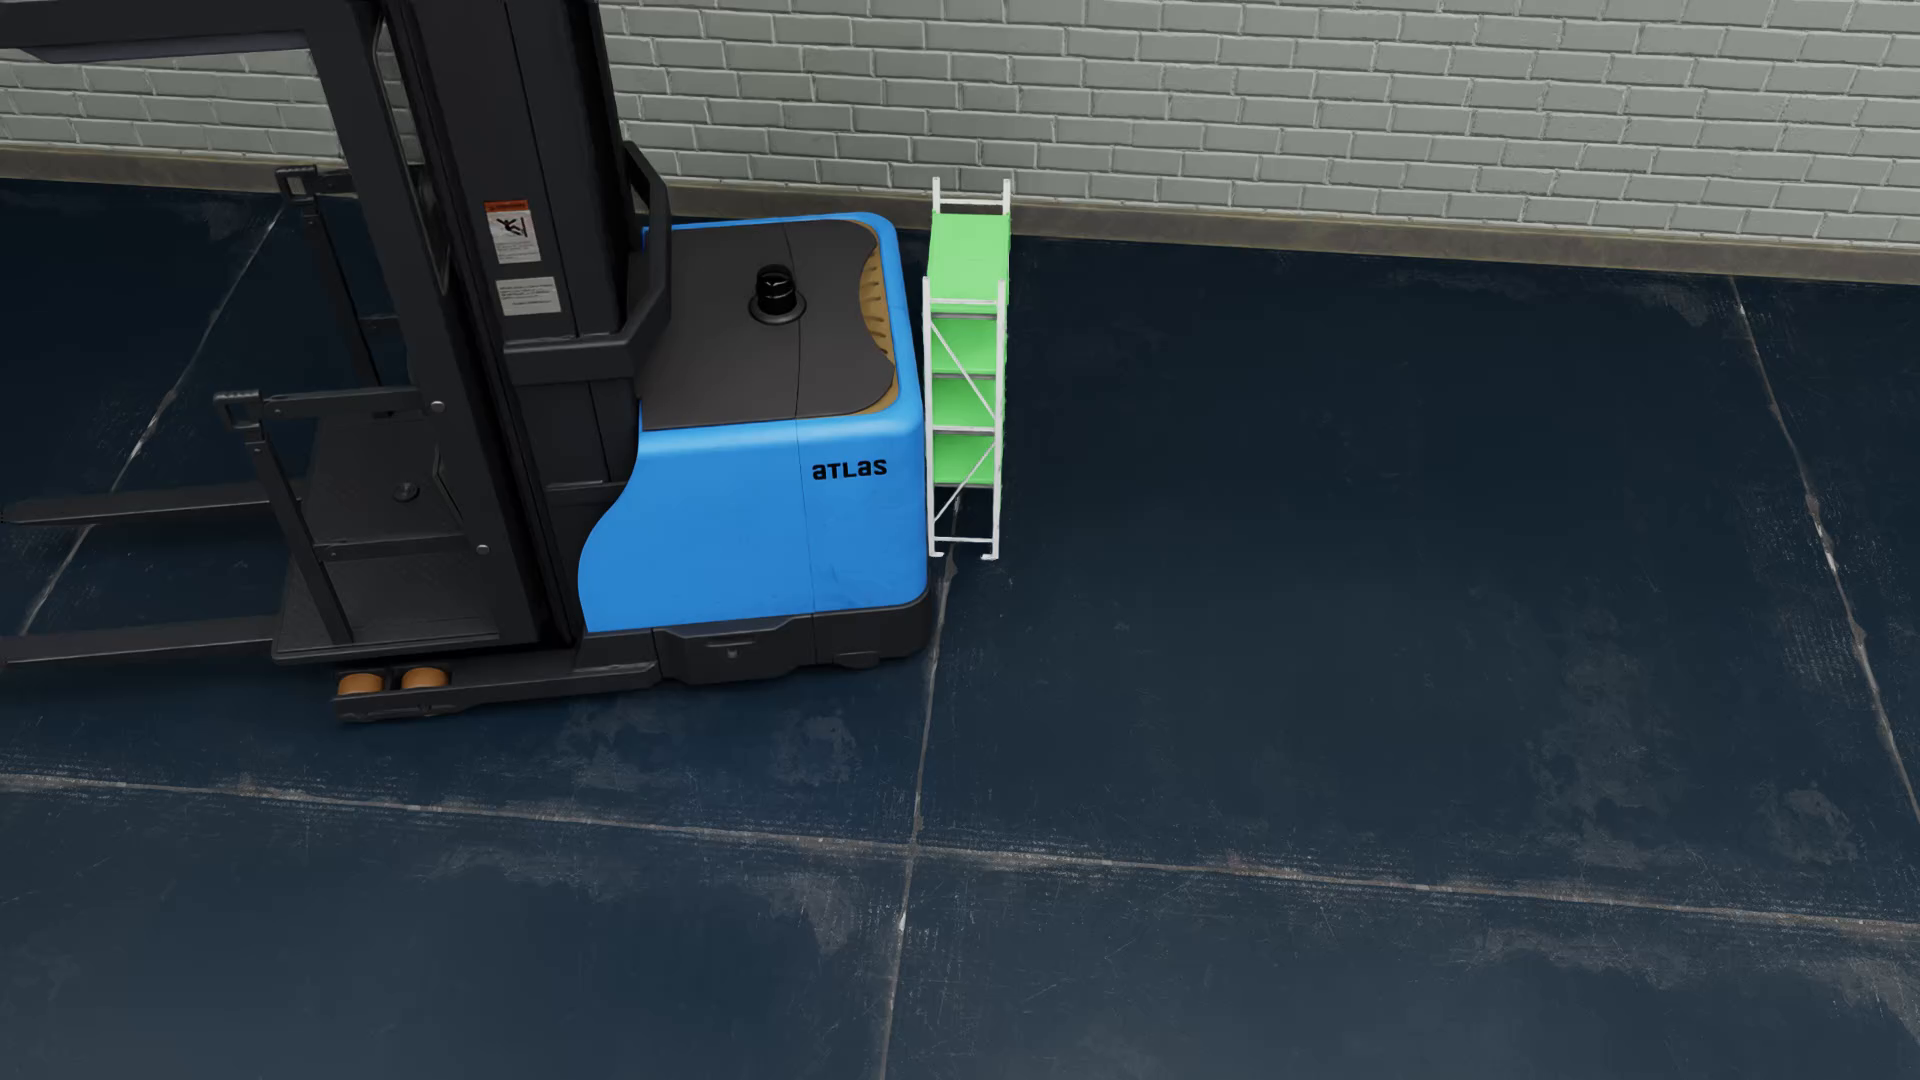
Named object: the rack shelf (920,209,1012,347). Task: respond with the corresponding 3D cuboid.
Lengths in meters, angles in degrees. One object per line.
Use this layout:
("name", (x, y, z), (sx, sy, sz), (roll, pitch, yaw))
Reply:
("rack shelf", (0.023, -0.811, 5.115), (0.258, 0.148, 0.480), (2, 48, 2))

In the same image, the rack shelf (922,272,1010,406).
("rack shelf", (0.023, -0.649, 5.292), (0.258, 0.148, 0.480), (2, 48, 2))

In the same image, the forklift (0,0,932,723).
("forklift", (-1.644, -0.832, 4.525), (3.031, 2.935, 1.130), (-5, 48, -5))

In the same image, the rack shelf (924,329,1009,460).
("rack shelf", (0.023, -0.487, 5.469), (0.258, 0.148, 0.480), (2, 48, 2))

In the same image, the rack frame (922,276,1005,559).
("rack frame", (0.011, -0.350, 5.257), (0.240, 1.200, 0.015), (2, 48, 2))

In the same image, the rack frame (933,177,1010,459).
("rack frame", (0.035, -0.710, 5.586), (0.240, 1.200, 0.015), (2, 48, 2))

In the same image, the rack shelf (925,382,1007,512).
("rack shelf", (0.023, -0.325, 5.646), (0.258, 0.148, 0.480), (2, 48, 2))

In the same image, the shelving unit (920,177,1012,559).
("shelving unit", (0.023, -0.530, 5.422), (0.258, 1.200, 0.503), (2, 48, 2))
